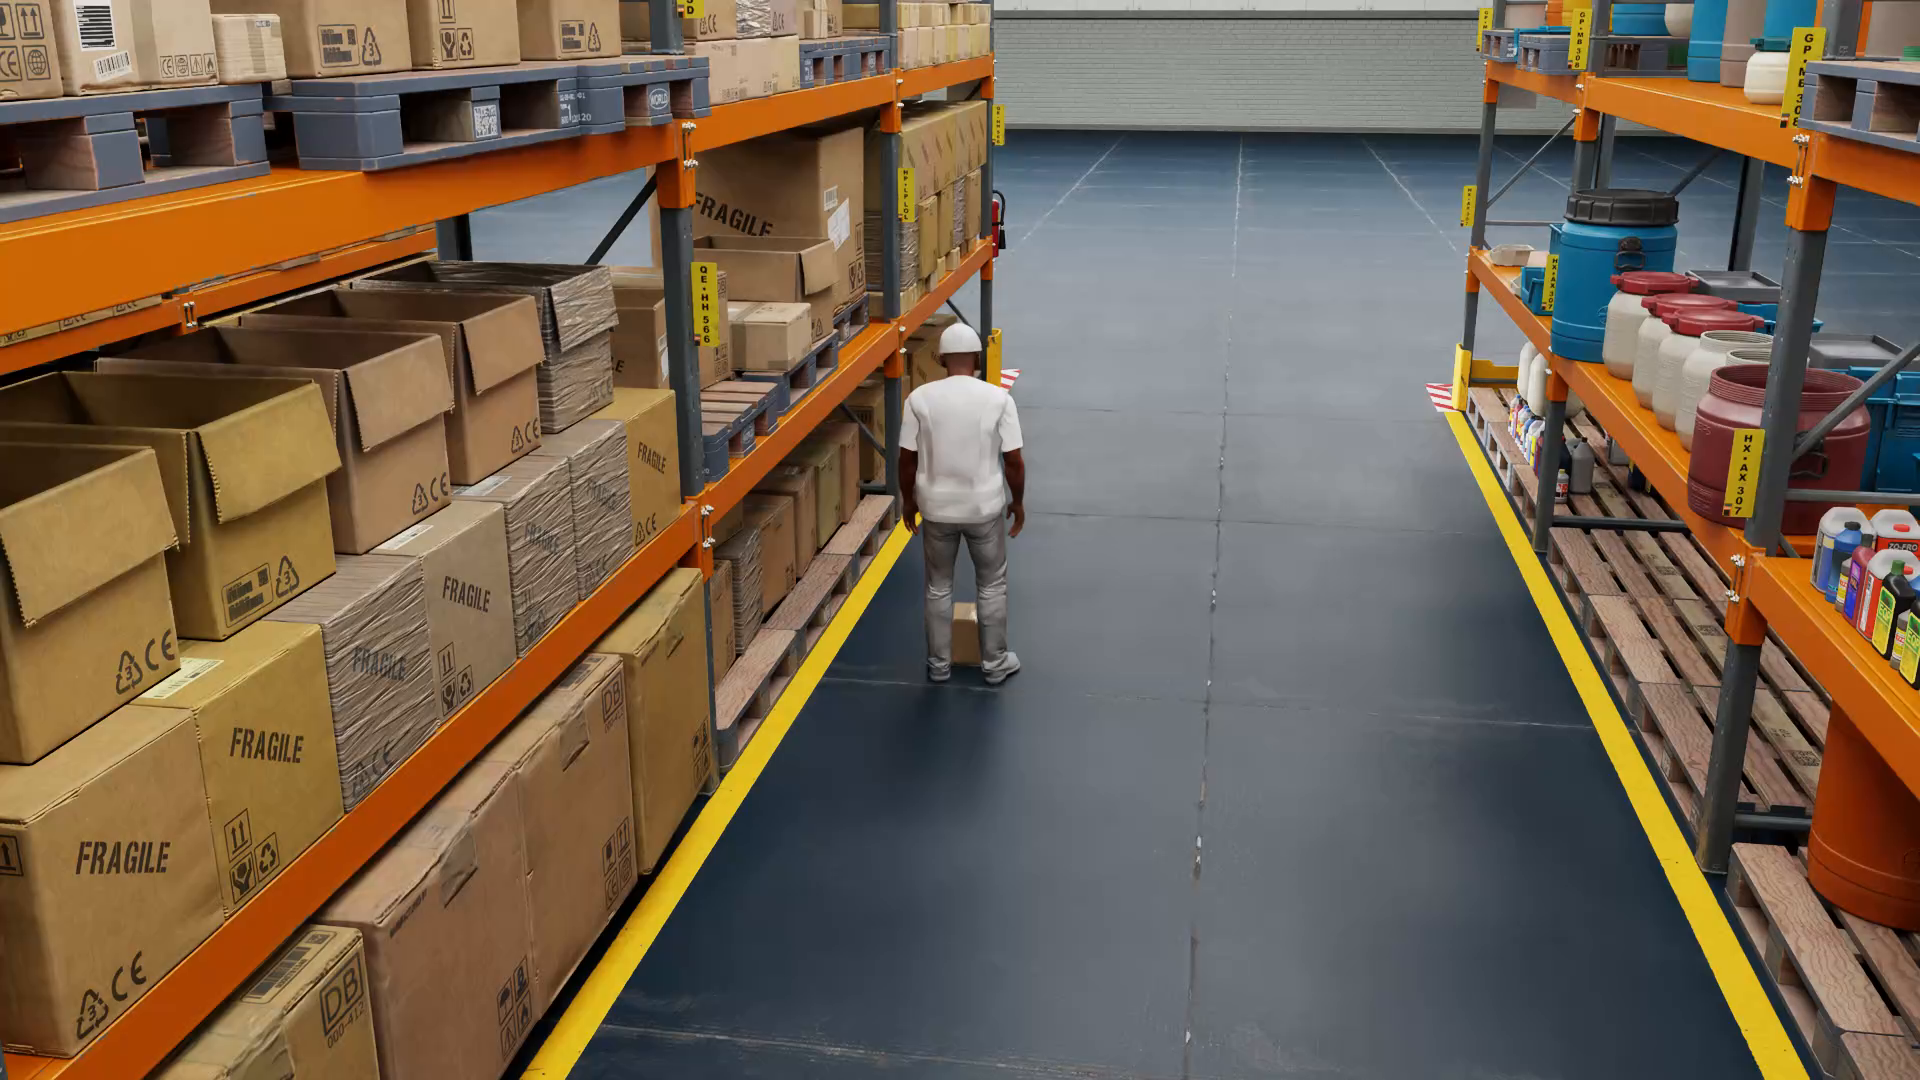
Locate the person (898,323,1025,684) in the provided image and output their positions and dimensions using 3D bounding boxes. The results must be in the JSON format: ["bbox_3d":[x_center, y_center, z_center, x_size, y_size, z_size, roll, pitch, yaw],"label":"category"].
[{"bbox_3d":[0.010,-0.167,8.045,0.611,1.761,0.454,2,18,7],"label":"person"}]
